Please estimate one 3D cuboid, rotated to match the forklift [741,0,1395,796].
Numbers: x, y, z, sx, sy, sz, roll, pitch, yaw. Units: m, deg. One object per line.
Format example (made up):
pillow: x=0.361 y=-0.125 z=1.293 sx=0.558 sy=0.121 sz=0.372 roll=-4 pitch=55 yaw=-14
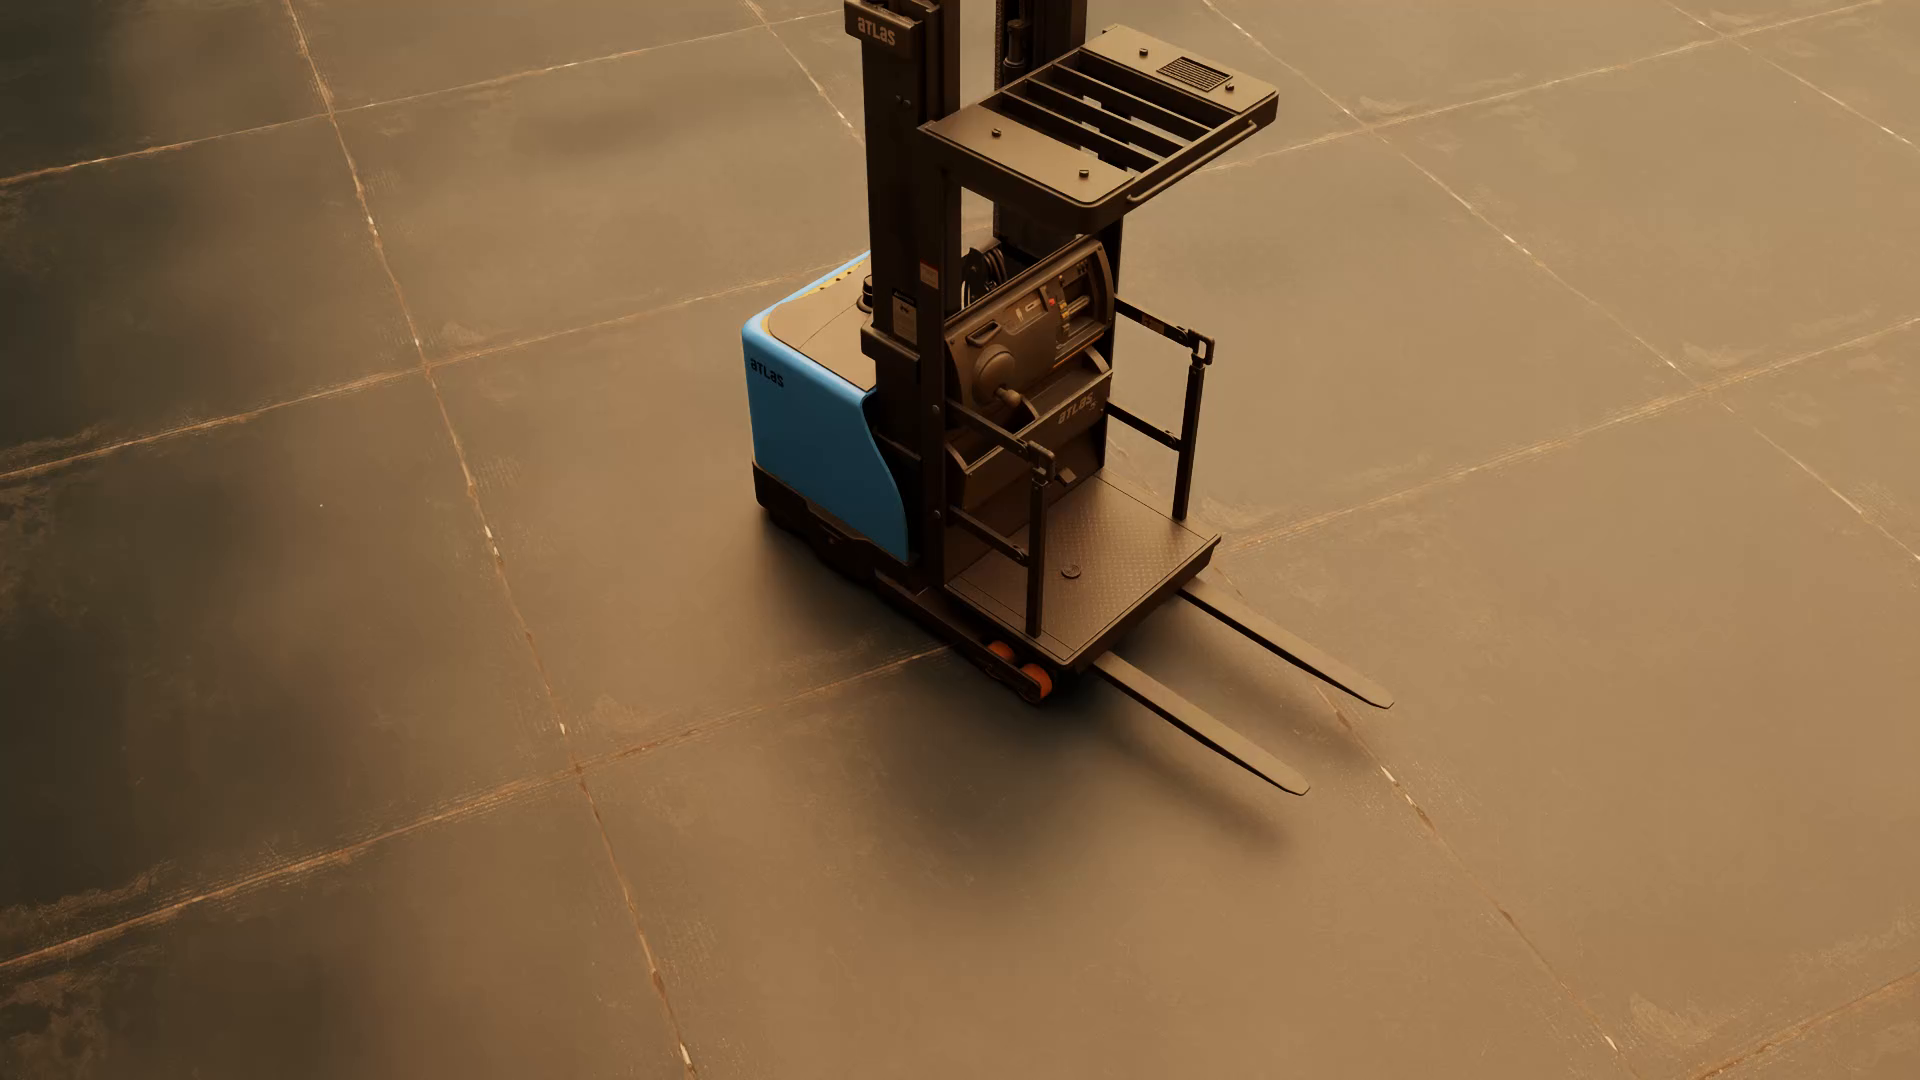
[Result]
forklift: x=0.445 y=-0.788 z=6.525 sx=3.031 sy=2.935 sz=1.130 roll=32 pitch=52 yaw=30
